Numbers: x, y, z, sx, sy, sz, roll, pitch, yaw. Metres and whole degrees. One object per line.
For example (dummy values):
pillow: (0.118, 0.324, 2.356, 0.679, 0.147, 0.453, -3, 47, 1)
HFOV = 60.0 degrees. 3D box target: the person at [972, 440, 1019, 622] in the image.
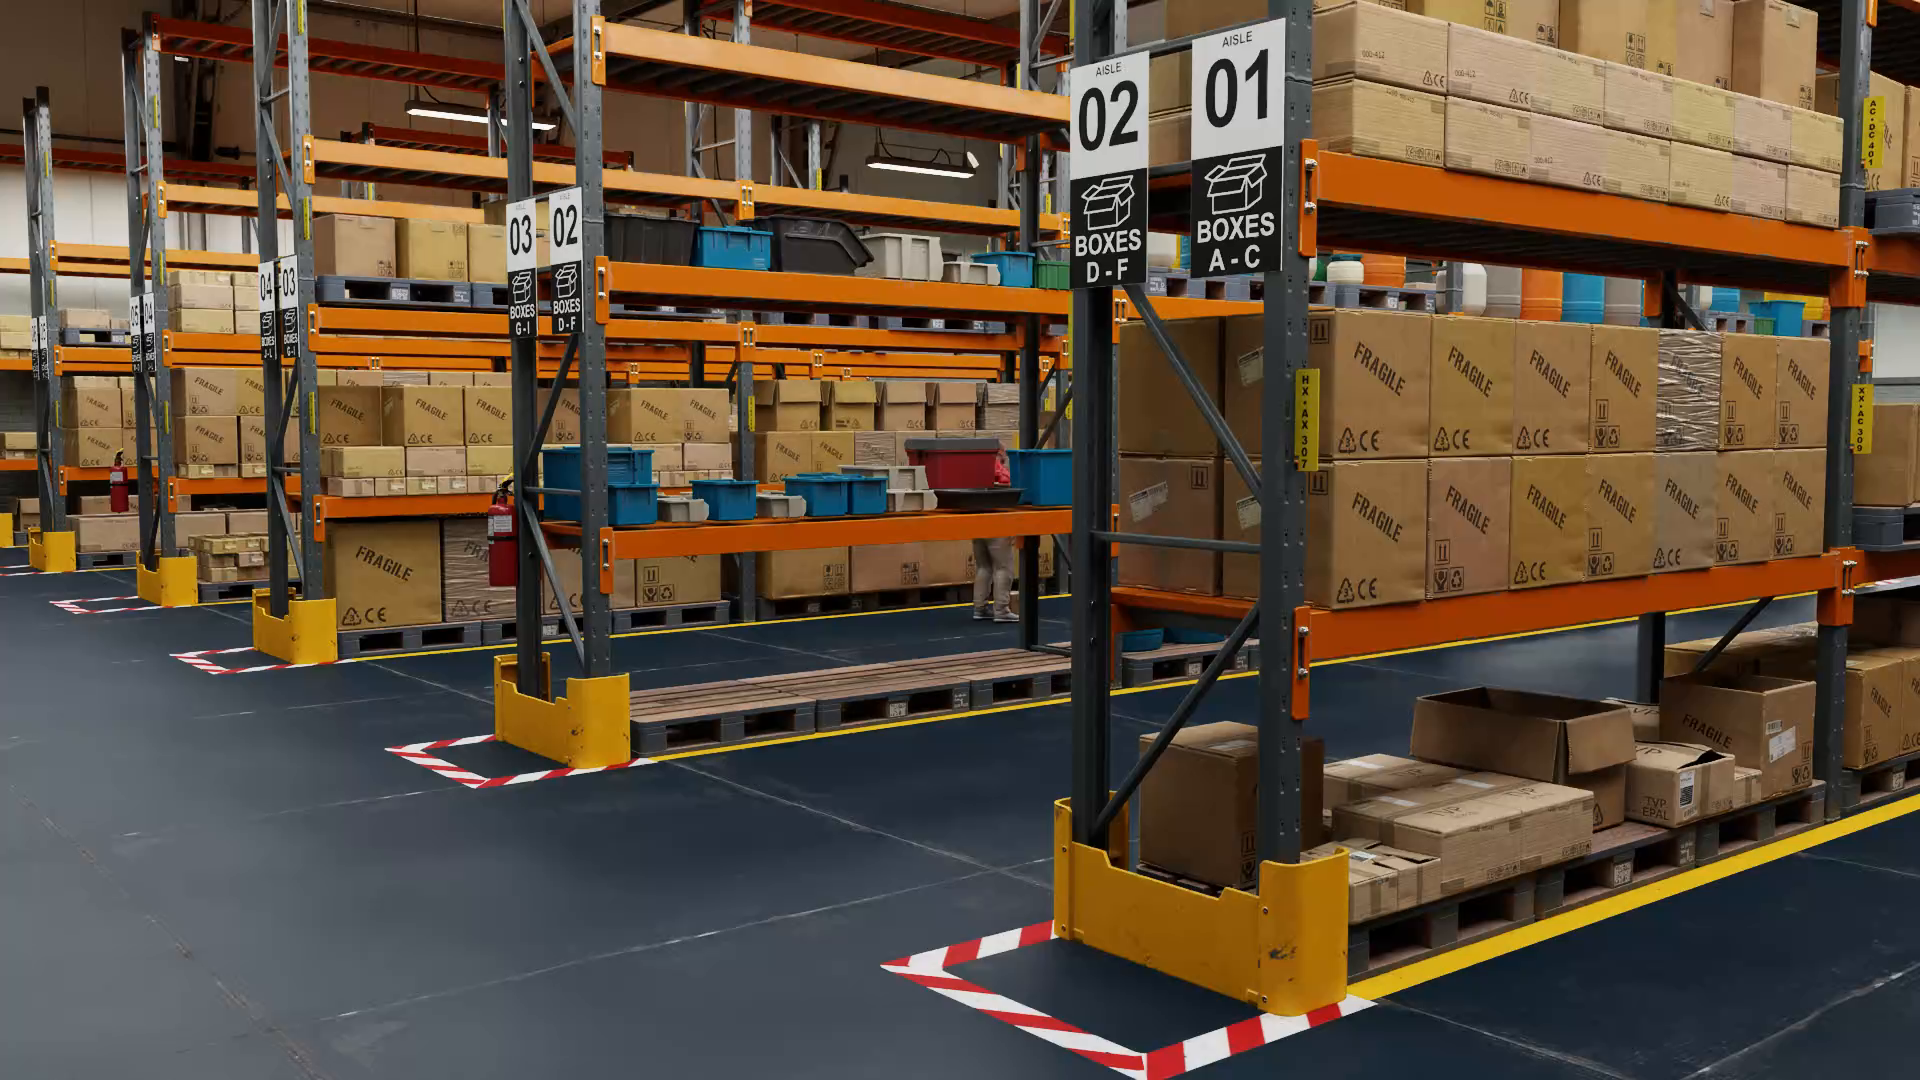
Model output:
person: (0.314, -0.093, 15.829, 0.387, 1.726, 0.593, -4, 6, -40)
